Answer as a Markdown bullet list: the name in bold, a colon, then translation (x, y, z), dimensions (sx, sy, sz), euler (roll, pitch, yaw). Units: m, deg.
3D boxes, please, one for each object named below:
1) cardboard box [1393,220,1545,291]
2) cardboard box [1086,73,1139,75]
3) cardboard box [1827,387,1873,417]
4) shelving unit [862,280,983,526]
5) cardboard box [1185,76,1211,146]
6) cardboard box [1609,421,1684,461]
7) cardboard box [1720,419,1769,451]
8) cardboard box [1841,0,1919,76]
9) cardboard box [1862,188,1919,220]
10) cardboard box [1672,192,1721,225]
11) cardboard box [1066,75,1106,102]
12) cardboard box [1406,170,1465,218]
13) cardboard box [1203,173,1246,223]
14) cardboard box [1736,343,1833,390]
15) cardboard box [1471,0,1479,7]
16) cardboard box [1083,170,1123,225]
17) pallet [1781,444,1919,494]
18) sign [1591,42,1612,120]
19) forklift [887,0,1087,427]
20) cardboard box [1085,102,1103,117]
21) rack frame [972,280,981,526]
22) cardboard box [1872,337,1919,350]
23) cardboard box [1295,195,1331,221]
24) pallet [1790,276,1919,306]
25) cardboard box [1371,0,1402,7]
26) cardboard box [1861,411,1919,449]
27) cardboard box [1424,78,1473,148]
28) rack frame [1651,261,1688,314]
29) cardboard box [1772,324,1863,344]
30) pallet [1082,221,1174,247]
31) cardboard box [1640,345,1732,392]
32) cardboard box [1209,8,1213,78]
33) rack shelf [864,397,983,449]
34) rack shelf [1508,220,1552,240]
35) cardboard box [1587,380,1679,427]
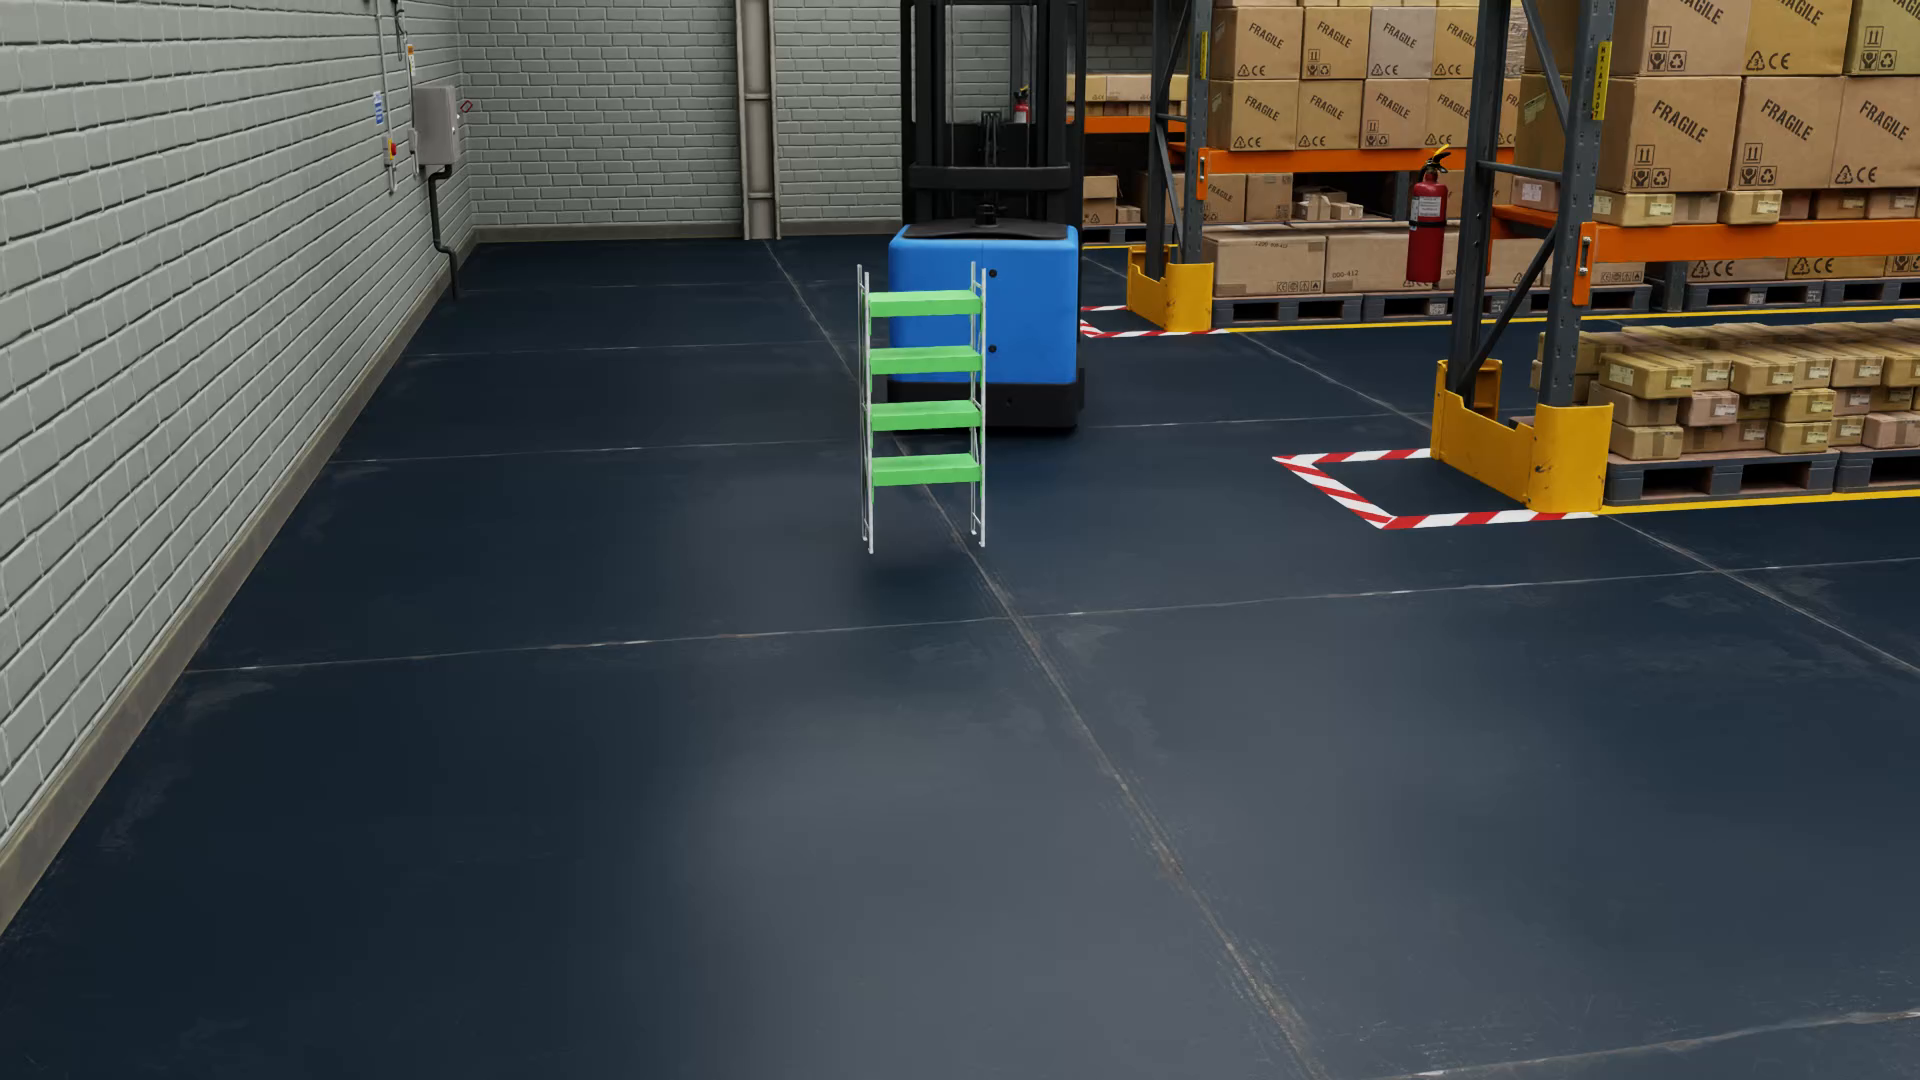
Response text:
- **cardboard box**: translation (4.040, -2.292, 13.314), dimensions (0.875, 0.438, 0.875), euler (-4, 17, -12)
- **cardboard box**: translation (1.590, -4.779, 17.511), dimensions (0.500, 0.250, 0.500), euler (-3, 17, -10)
- **cardboard box**: translation (4.247, -0.725, 8.195), dimensions (0.250, 0.149, 0.380), euler (-4, 18, -13)
- **shelving unit**: translation (-0.159, -0.565, 7.106), dimensions (0.487, 1.046, 0.258), euler (-3, 17, -10)
- **cardboard box**: translation (2.051, -3.298, 12.771), dimensions (0.500, 0.500, 0.500), euler (-3, 17, -10)
- **cardboard box**: translation (3.241, -0.501, 7.974), dimensions (0.250, 0.149, 0.380), euler (-3, 17, -9)
- **cardboard box**: translation (3.725, -0.555, 8.149), dimensions (0.250, 0.149, 0.380), euler (-3, 17, -10)
- **cardboard box**: translation (4.167, -2.395, 7.620), dimensions (0.500, 0.500, 0.500), euler (-4, 17, -12)
- **cardboard box**: translation (4.310, -1.623, 7.914), dimensions (0.250, 0.149, 0.380), euler (-4, 17, -12)
- **cardboard box**: translation (3.289, -1.555, 7.695), dimensions (0.250, 0.149, 0.380), euler (-3, 17, -8)
- **cardboard box**: translation (1.179, -4.596, 16.916), dimensions (0.500, 0.250, 0.500), euler (-3, 17, -10)
- **cardboard box**: translation (5.128, -3.769, 18.015), dimensions (0.500, 0.500, 0.500), euler (-2, 17, -8)
- **cardboard box**: translation (2.686, -3.628, 17.556), dimensions (0.500, 0.500, 0.500), euler (-3, 17, -9)
- **cardboard box**: translation (3.992, -0.844, 8.079), dimensions (0.250, 0.149, 0.380), euler (-4, 18, -13)
- **cardboard box**: translation (3.808, -4.026, 12.333), dimensions (0.250, 0.149, 0.380), euler (-3, 17, -10)
- **cardboard box**: translation (1.301, -3.592, 17.435), dimensions (0.637, 0.503, 0.797), euler (-4, 18, -13)
- **pallet**: translation (4.741, -0.499, 8.577), dimensions (1.213, 0.211, 1.003), euler (-3, 17, -10)
- **sign**: translation (2.769, -1.983, 7.186), dimensions (0.005, 0.325, 0.100), euler (-3, 17, -10)
- **forklift**: translation (0.211, -2.397, 10.123), dimensions (1.130, 2.935, 3.031), euler (1, 17, 3)
- **cardboard box**: translation (1.298, -4.425, 17.036), dimensions (0.250, 0.149, 0.380), euler (-3, 17, -9)
- **rack frame**: translation (0.077, -0.578, 7.151), dimensions (0.006, 1.046, 0.228), euler (-3, 17, -10)
- **cardboard box**: translation (4.762, -0.900, 8.260), dimensions (0.250, 0.149, 0.380), euler (-3, 17, -10)
- **cardboard box**: translation (3.768, -3.559, 17.731), dimensions (0.258, 0.266, 0.396), euler (-3, 17, -8)
- **pallet**: translation (7.499, -2.171, 14.020), dimensions (1.213, 0.211, 1.003), euler (-3, 17, -10)
- **cardboard box**: translation (3.053, -3.989, 12.213), dimensions (0.250, 0.149, 0.380), euler (-3, 17, -10)
- **cardboard box**: translation (4.491, -0.568, 8.192), dimensions (0.250, 0.149, 0.380), euler (-4, 18, -13)
- **cardboard box**: translation (3.637, -3.231, 12.552), dimensions (0.500, 0.500, 0.500), euler (-3, 17, -9)
- **rack frame**: translation (5.555, -3.370, 13.175), dimensions (0.127, 3.000, 1.000), euler (-3, 17, -10)
- **cardboard box**: translation (4.425, -1.009, 8.616), dimensions (0.250, 0.149, 0.380), euler (-4, 17, -12)
- **pallet**: translation (1.540, -3.294, 17.676), dimensions (1.213, 0.211, 1.003), euler (-3, 17, -10)
- **cardboard box**: translation (3.493, -0.830, 8.031), dimensions (0.250, 0.149, 0.380), euler (-3, 17, -9)
- **cardboard box**: translation (2.056, -3.768, 12.599), dimensions (0.500, 0.500, 0.500), euler (-3, 17, -9)
- **rack shelf**: translation (-0.163, -0.503, 7.124), dimensions (0.480, 0.148, 0.258), euler (-3, 17, -10)
- **rack shelf**: translation (4.630, -1.562, 8.269), dimensions (3.687, 0.071, 0.831), euler (-3, 17, -10)
- **cardboard box**: translation (6.130, -0.860, 8.545), dimensions (6.161, 0.500, 0.689), euler (-3, 17, -8)
